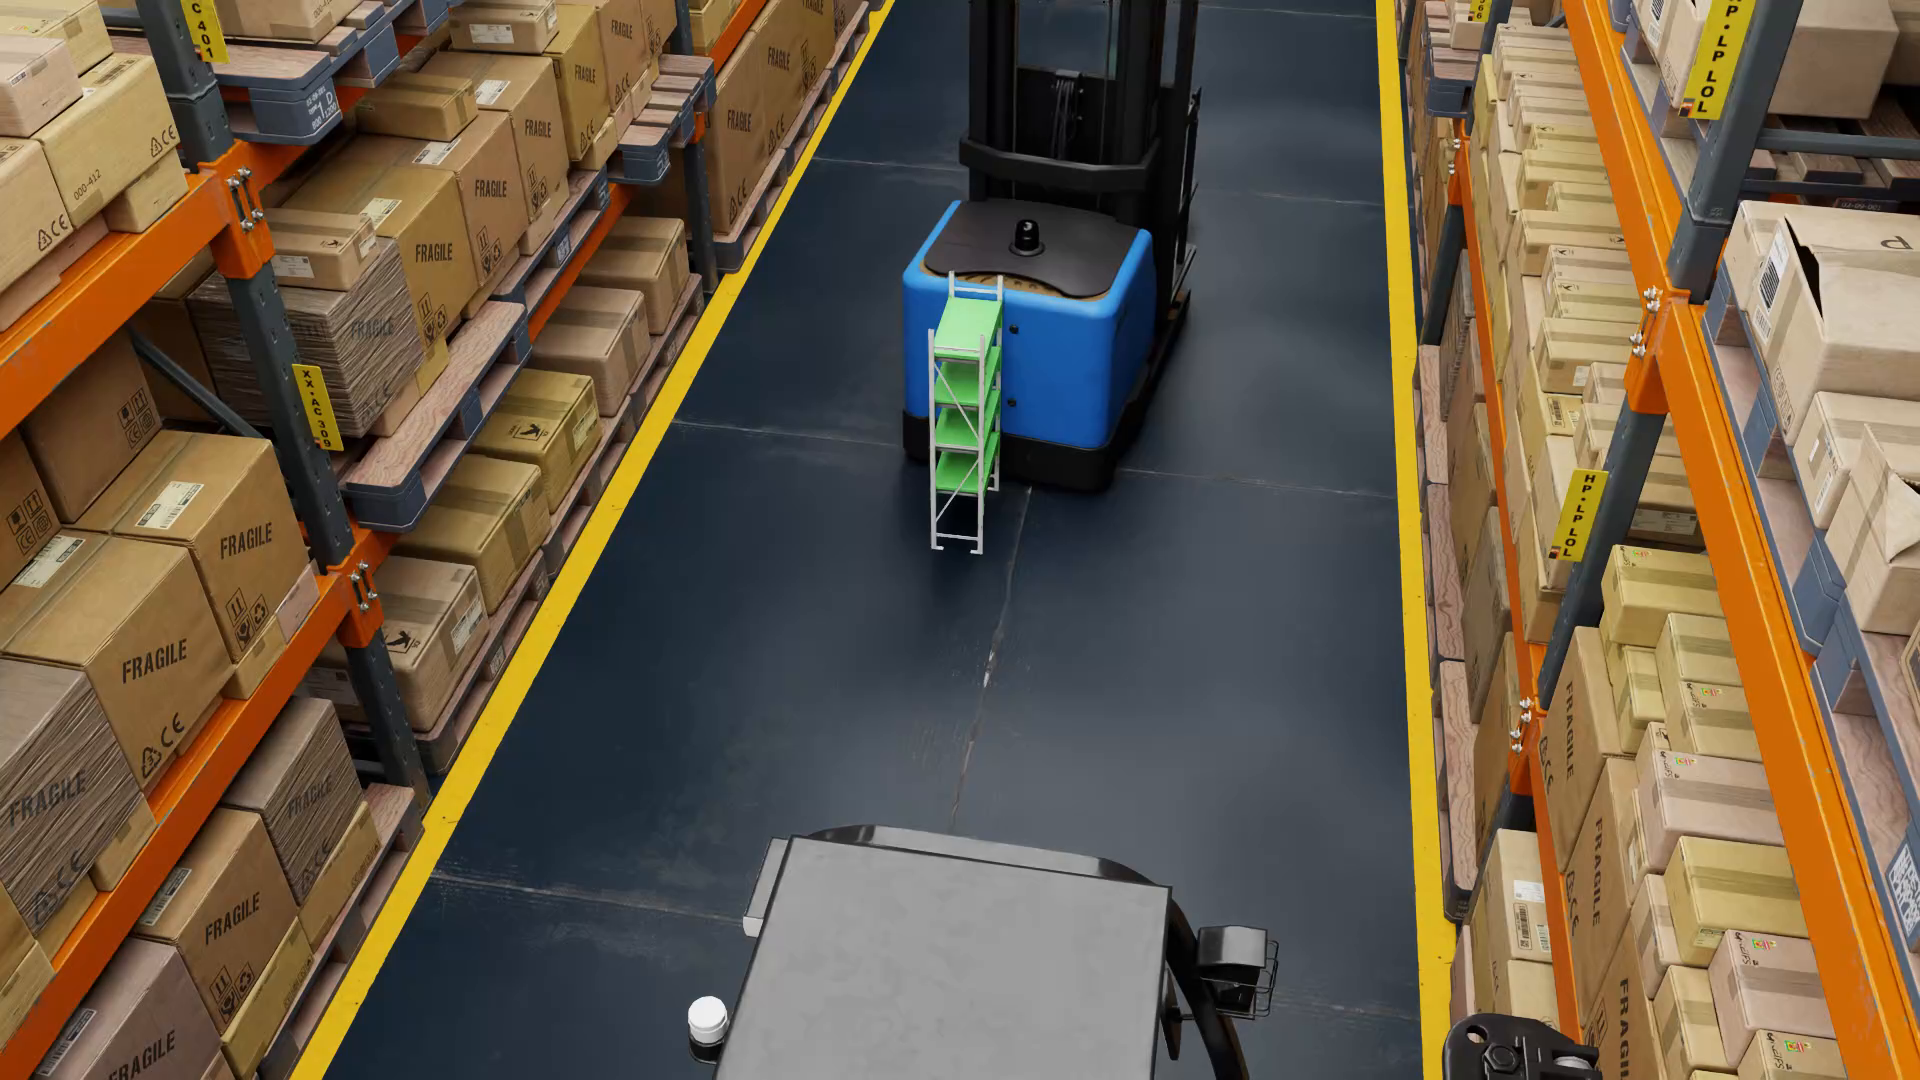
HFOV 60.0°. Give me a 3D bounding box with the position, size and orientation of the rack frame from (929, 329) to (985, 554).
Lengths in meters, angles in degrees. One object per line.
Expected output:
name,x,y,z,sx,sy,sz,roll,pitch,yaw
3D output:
rack frame,-0.014,-0.413,7.405,0.240,1.200,0.015,6,40,8

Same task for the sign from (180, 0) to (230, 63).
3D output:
sign,-2.058,-1.444,4.479,0.100,0.325,0.005,6,40,8

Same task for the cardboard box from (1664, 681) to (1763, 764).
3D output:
cardboard box,1.957,0.501,4.066,0.380,0.149,0.250,6,40,7

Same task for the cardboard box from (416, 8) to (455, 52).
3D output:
cardboard box,-2.376,-2.050,7.331,0.500,0.500,0.500,7,40,8

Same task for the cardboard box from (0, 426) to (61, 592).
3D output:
cardboard box,-2.993,-0.111,4.531,0.700,0.500,0.500,7,40,8

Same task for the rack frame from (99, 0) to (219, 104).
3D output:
rack frame,-2.593,-2.455,3.754,1.000,3.000,0.127,6,40,8

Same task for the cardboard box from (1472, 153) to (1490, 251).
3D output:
cardboard box,2.579,-1.484,7.406,0.500,0.250,0.500,6,40,7

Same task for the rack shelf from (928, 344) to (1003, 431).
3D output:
rack shelf,0.029,-0.702,7.478,0.258,0.148,0.480,6,40,8

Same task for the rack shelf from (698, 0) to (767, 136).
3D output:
rack shelf,-1.555,-3.631,10.450,1.077,0.370,4.000,6,40,8

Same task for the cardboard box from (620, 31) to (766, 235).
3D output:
cardboard box,-1.700,-2.421,9.759,0.875,0.875,0.875,6,40,7

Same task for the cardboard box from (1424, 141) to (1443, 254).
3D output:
cardboard box,2.947,-1.909,9.434,0.500,0.500,0.500,6,40,7

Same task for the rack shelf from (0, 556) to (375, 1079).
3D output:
rack shelf,-2.940,1.389,4.377,1.077,0.370,4.000,6,40,8

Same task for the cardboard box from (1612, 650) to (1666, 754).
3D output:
cardboard box,1.938,0.447,4.365,0.380,0.149,0.250,7,40,9

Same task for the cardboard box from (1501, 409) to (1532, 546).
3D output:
cardboard box,2.207,-0.202,5.854,0.500,0.250,0.500,6,40,7

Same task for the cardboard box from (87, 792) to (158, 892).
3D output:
cardboard box,-2.521,0.827,4.690,0.380,0.149,0.250,6,40,7

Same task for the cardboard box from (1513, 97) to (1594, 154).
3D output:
cardboard box,2.546,-1.732,7.001,0.380,0.149,0.250,7,40,8

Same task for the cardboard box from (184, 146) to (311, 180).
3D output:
cardboard box,-2.630,-1.457,6.104,0.380,0.149,0.250,5,40,6

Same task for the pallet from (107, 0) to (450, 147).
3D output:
pallet,-2.382,-1.603,5.224,1.213,0.211,1.003,6,40,8

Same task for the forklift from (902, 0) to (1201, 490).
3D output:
forklift,0.658,-2.319,8.351,1.130,2.935,3.031,12,41,14

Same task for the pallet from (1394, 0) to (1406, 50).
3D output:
pallet,3.800,-3.975,12.489,1.003,0.211,1.213,6,40,8

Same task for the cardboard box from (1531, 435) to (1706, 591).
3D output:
cardboard box,2.129,-0.069,5.302,0.500,0.250,0.500,6,40,7

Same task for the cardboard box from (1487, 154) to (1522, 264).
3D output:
cardboard box,2.475,-1.351,6.853,0.500,0.250,0.500,5,40,7

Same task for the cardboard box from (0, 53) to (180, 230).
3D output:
cardboard box,-2.405,-1.048,4.291,0.500,0.250,0.500,6,40,7

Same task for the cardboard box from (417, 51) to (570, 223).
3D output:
cardboard box,-1.966,-1.668,6.868,0.500,0.500,0.500,5,40,6

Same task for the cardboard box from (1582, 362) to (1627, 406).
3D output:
cardboard box,2.257,-0.437,5.434,0.380,0.149,0.250,6,40,8

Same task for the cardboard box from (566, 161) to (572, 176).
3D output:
cardboard box,-1.954,-1.672,7.383,0.380,0.149,0.250,7,40,8

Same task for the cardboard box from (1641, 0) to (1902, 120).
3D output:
cardboard box,2.181,-1.401,4.496,0.500,0.311,0.500,5,40,6

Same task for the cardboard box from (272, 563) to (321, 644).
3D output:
cardboard box,-2.349,0.189,5.461,0.380,0.149,0.250,6,40,7

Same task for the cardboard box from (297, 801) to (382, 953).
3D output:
cardboard box,-2.431,1.155,5.924,0.500,0.250,0.500,8,40,10

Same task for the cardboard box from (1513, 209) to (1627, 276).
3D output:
cardboard box,2.298,-1.106,6.243,0.380,0.149,0.250,5,40,6

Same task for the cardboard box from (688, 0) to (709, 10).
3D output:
cardboard box,-1.570,-3.079,8.943,0.500,0.250,0.500,6,40,7

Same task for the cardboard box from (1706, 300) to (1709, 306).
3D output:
cardboard box,2.802,-0.719,5.775,0.380,0.149,0.250,6,40,8

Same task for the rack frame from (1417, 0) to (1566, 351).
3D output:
rack frame,2.988,-2.109,8.043,1.000,3.000,0.127,6,40,8

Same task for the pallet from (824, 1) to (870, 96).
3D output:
pallet,-1.268,-3.597,12.031,1.003,0.211,1.213,6,40,8

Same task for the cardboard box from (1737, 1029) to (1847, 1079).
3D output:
cardboard box,1.778,1.142,3.291,0.380,0.149,0.250,7,40,8

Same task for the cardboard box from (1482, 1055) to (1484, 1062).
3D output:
cardboard box,1.823,1.693,4.881,0.500,0.250,0.500,6,40,7

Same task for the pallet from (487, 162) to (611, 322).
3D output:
pallet,-2.204,-1.333,7.255,1.003,0.211,1.213,6,40,8

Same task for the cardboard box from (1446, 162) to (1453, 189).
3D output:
cardboard box,2.824,-1.895,8.908,0.380,0.149,0.250,5,40,5

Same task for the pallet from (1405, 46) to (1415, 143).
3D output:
pallet,3.577,-3.030,11.346,1.003,0.211,1.213,6,40,8

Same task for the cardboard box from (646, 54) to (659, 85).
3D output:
cardboard box,-1.701,-2.311,8.155,0.380,0.149,0.250,7,40,8

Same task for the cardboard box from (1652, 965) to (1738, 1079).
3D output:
cardboard box,1.732,1.084,3.594,0.380,0.149,0.250,5,40,6

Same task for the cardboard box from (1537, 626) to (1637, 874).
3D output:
cardboard box,1.962,0.613,4.673,0.500,0.500,0.500,5,40,6

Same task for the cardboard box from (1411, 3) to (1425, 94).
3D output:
cardboard box,3.293,-3.203,10.999,0.500,0.500,0.500,6,40,7

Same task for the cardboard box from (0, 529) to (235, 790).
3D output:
cardboard box,-2.508,0.334,4.777,0.500,0.500,0.500,8,40,9

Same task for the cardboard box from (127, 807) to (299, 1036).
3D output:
cardboard box,-2.518,1.186,5.298,0.500,0.500,0.500,7,40,8

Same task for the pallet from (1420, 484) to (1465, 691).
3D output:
pallet,2.594,0.242,7.389,1.003,0.211,1.213,6,40,8

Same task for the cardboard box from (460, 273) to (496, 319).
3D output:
cardboard box,-2.075,-1.019,6.593,0.380,0.149,0.250,7,40,8

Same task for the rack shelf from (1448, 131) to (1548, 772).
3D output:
rack shelf,2.642,-0.576,6.754,1.077,0.370,4.000,6,40,8

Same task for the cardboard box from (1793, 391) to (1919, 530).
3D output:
cardboard box,1.786,-0.127,3.082,0.380,0.149,0.250,8,40,9

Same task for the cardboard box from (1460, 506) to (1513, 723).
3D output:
cardboard box,2.517,0.340,6.615,0.875,0.625,0.625,6,40,7

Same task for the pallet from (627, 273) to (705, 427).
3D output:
pallet,-2.038,-1.089,8.998,1.003,0.211,1.213,6,40,8

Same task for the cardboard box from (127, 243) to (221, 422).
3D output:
cardboard box,-2.740,-0.773,5.787,0.500,0.500,0.500,6,40,7

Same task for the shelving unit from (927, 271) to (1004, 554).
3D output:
shelving unit,0.029,-0.566,7.590,0.258,1.200,0.503,6,40,8

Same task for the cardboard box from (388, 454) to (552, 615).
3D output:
cardboard box,-2.384,-0.073,7.314,0.950,0.372,0.625,9,40,10
